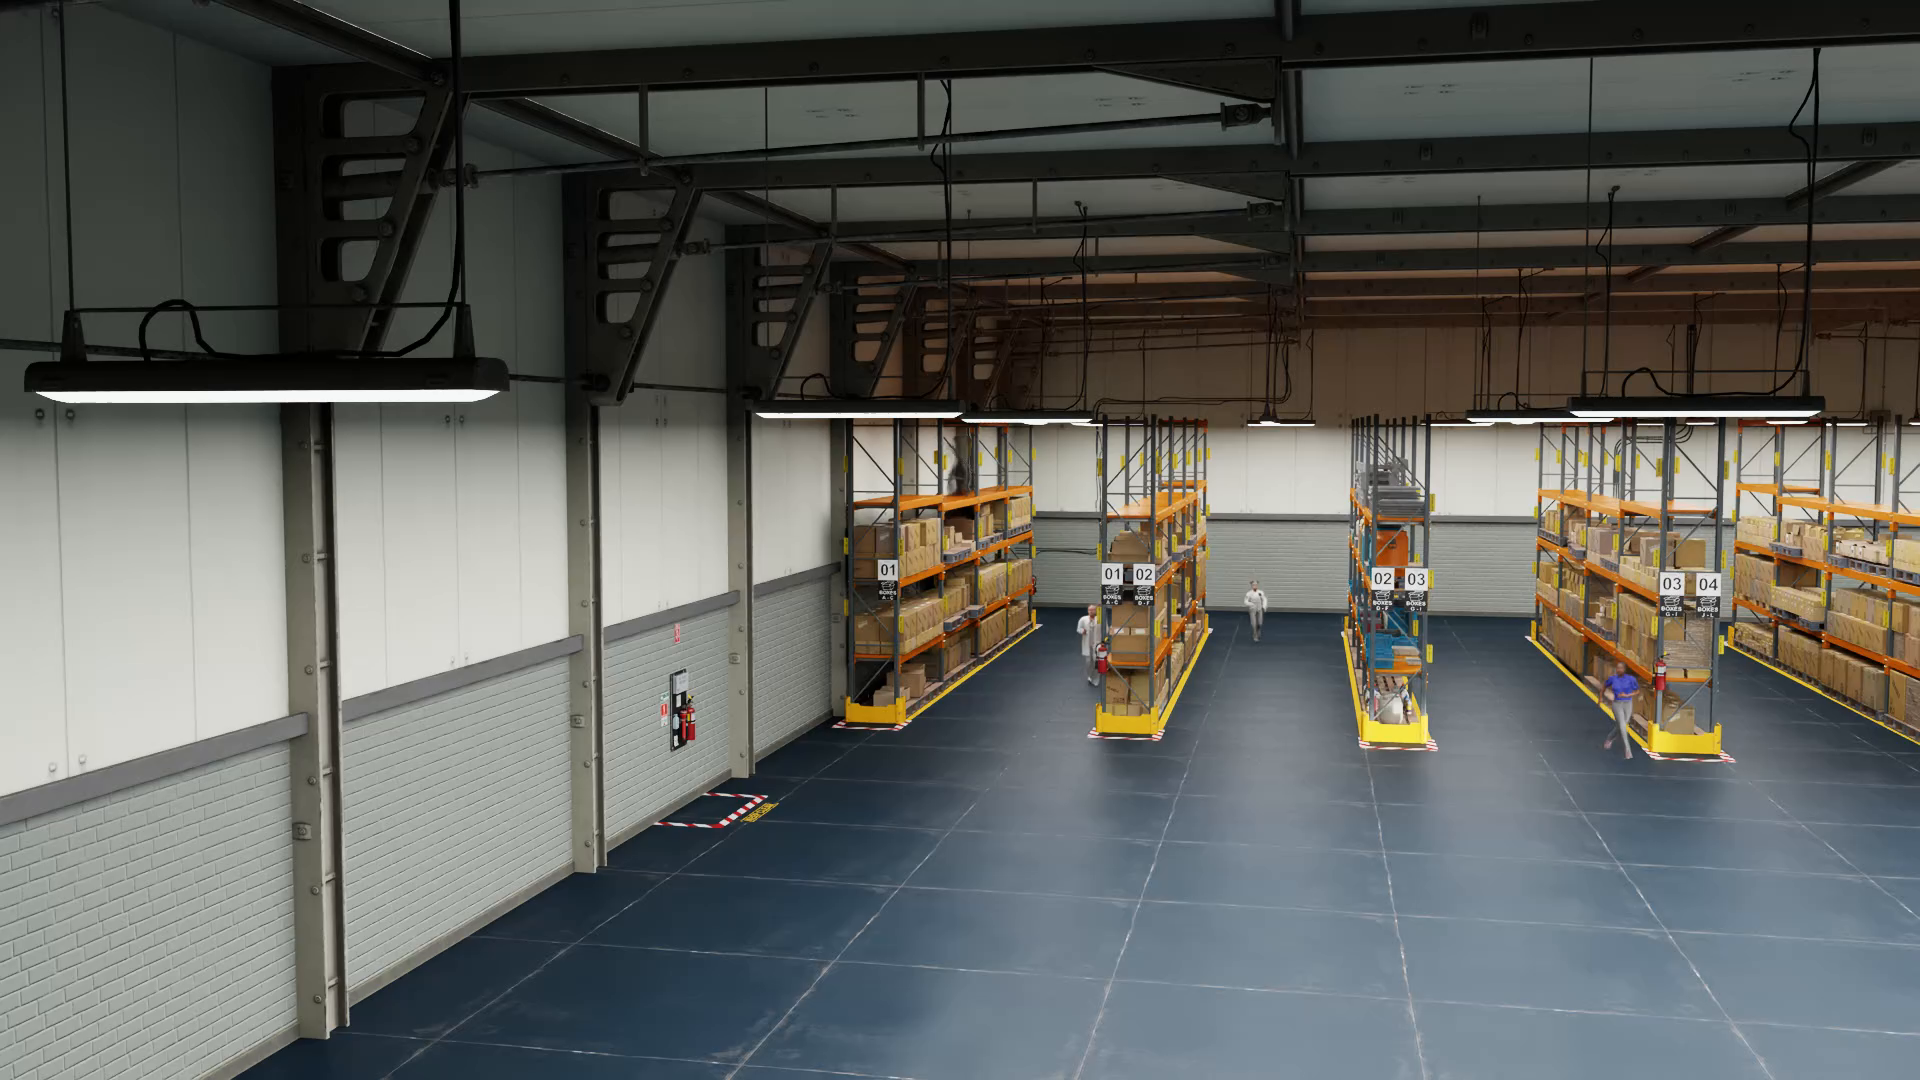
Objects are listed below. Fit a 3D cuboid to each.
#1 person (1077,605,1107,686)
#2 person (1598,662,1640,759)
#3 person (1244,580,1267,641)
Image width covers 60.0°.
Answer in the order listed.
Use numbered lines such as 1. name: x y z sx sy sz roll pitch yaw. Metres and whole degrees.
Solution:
1. person: 2.949 2.371 37.285 0.659 1.842 0.868 1 4 11
2. person: 11.590 2.976 29.245 0.653 1.664 0.802 1 4 11
3. person: 7.980 1.911 44.832 0.624 1.657 0.551 0 4 3
